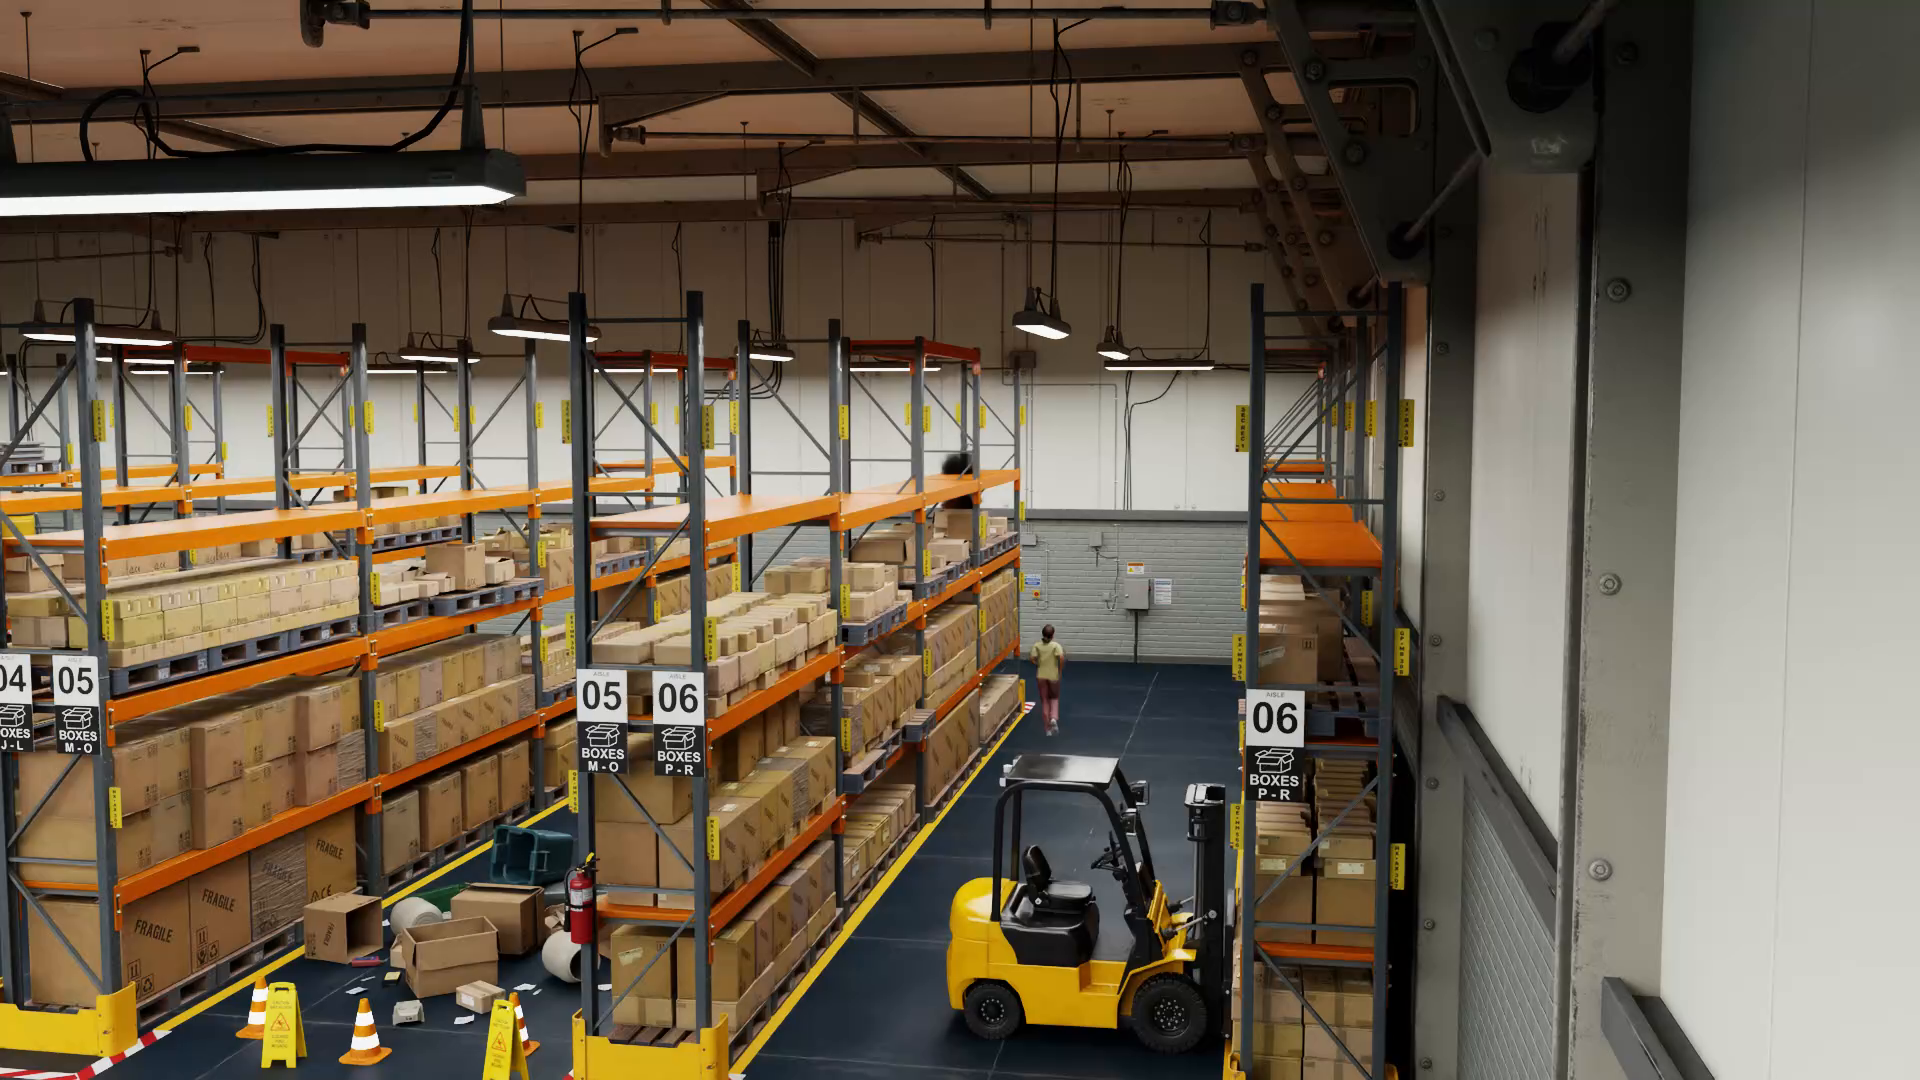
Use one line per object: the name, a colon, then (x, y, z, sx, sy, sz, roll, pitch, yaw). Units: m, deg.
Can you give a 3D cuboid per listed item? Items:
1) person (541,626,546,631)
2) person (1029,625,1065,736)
person: (-6.462, 2.184, 25.686, 0.696, 1.759, 0.988, 1, 5, 11)
person: (1.314, 2.077, 24.741, 0.564, 1.652, 0.537, 1, 5, 11)
